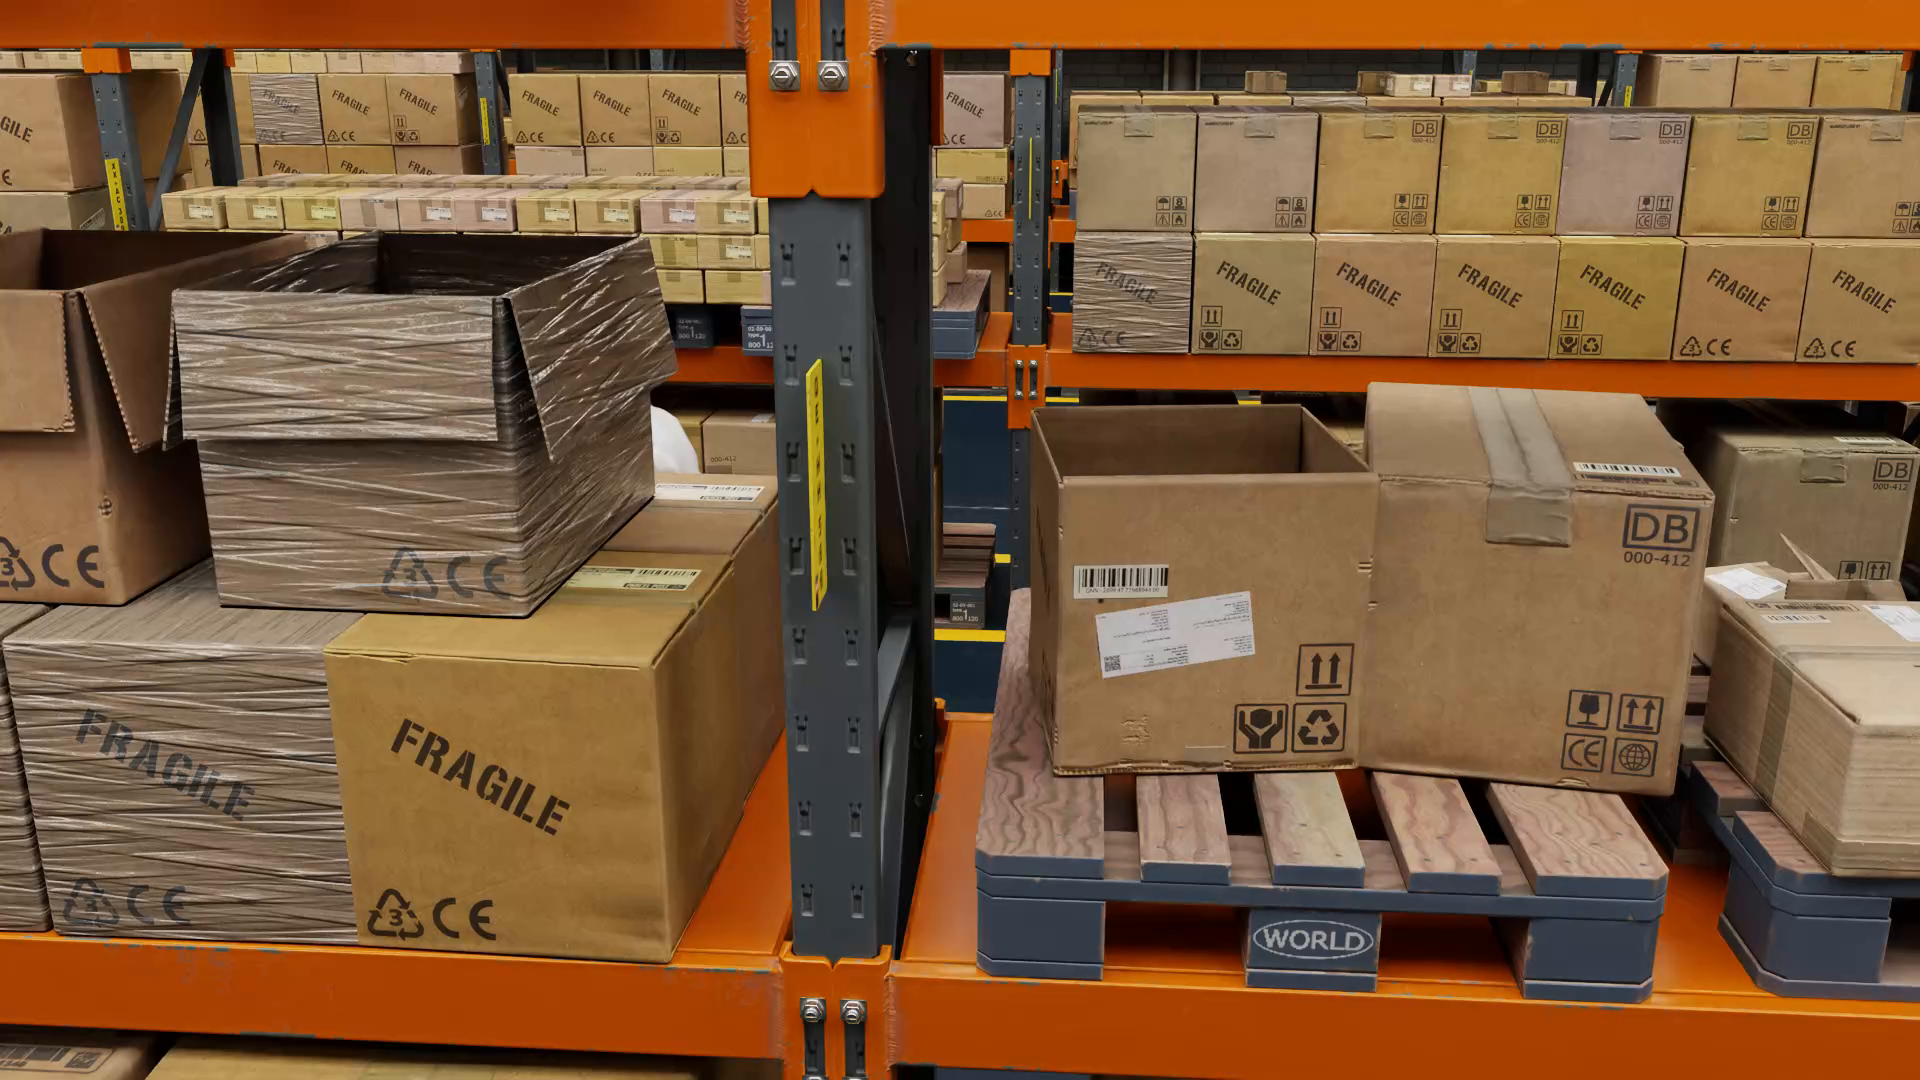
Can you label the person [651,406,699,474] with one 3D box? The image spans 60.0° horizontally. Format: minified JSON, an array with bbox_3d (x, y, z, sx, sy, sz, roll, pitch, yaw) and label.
[{"bbox_3d":[-1.036,0.197,5.390,0.461,1.759,0.629,0,17,1],"label":"person"}]
